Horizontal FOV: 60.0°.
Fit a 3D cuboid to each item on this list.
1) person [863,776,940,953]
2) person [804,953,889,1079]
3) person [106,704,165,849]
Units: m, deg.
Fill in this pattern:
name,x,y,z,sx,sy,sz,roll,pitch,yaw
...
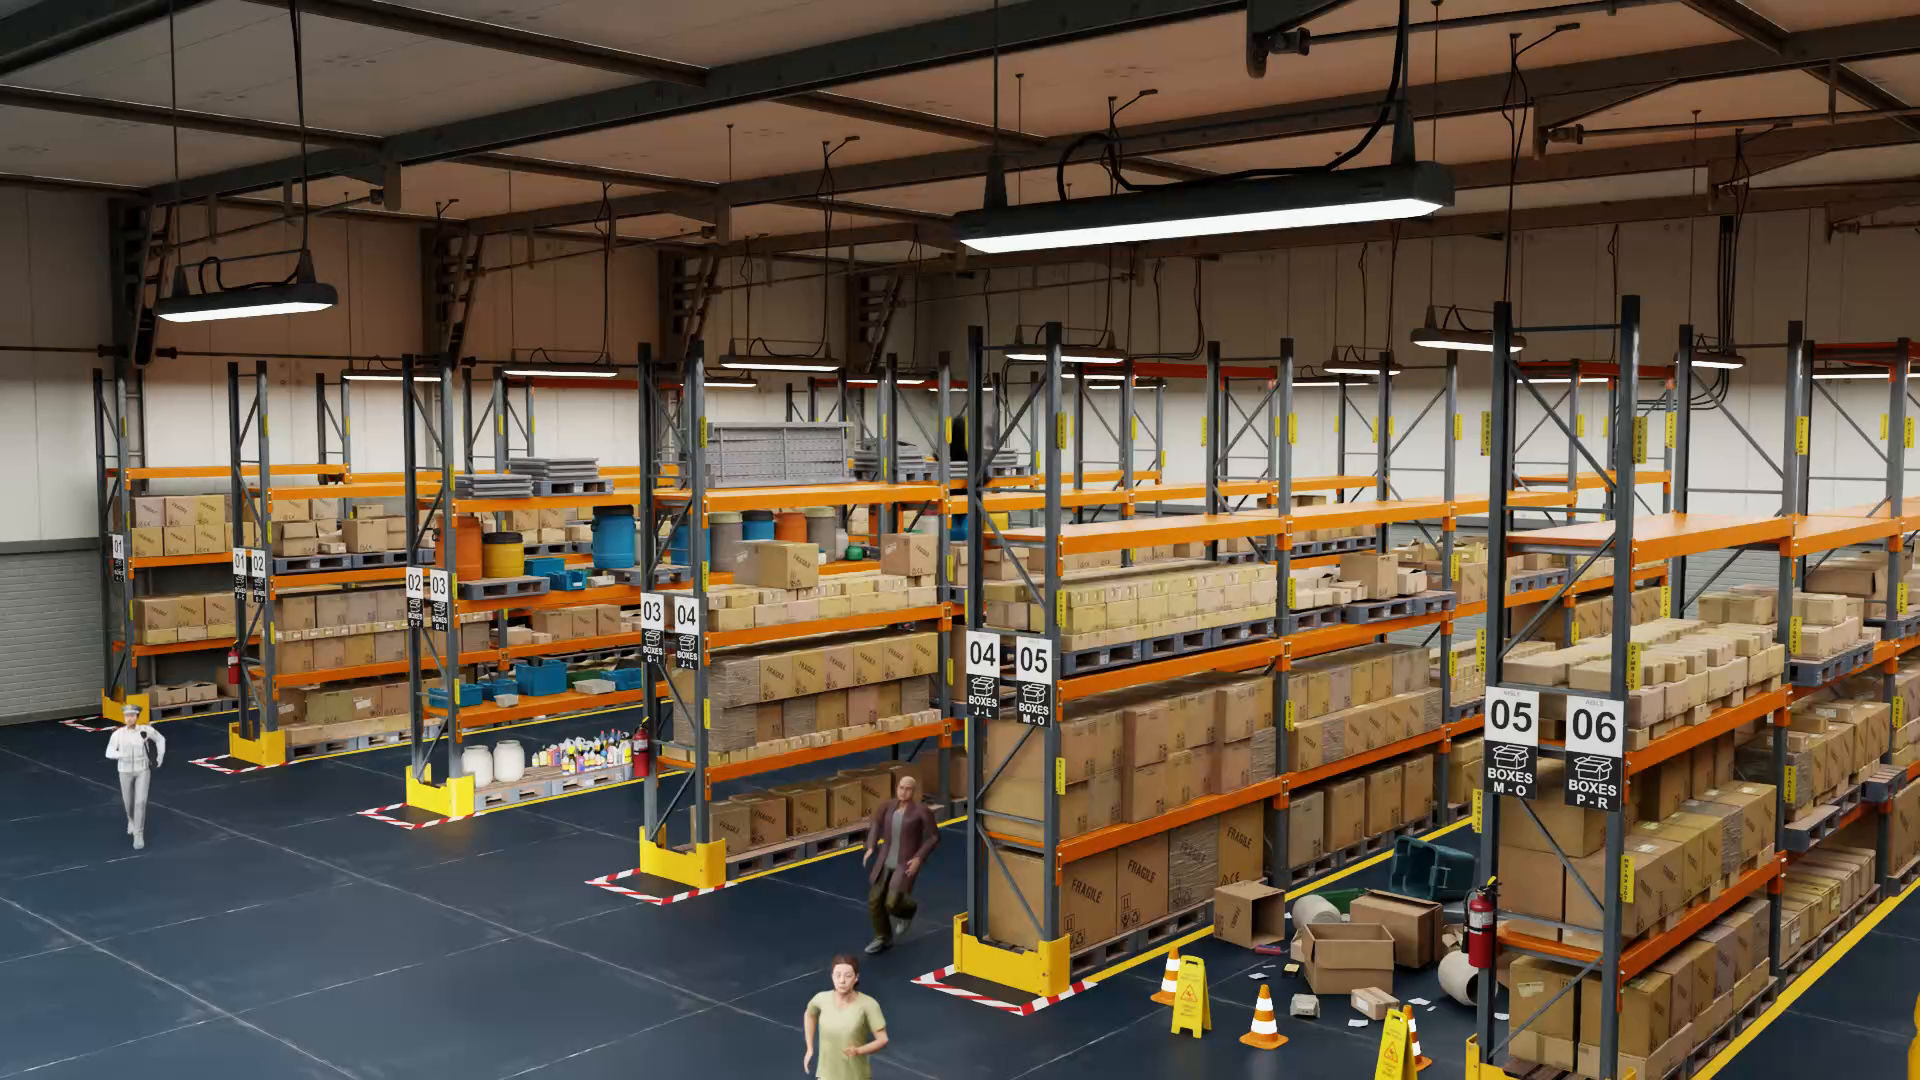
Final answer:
name,x,y,z,sx,sy,sz,roll,pitch,yaw
person,-0.559,3.132,16.136,0.762,1.725,0.614,2,5,30
person,-0.747,3.504,10.788,0.578,1.661,0.948,0,4,2
person,-9.997,2.818,20.141,0.624,1.668,0.947,-1,4,-18
